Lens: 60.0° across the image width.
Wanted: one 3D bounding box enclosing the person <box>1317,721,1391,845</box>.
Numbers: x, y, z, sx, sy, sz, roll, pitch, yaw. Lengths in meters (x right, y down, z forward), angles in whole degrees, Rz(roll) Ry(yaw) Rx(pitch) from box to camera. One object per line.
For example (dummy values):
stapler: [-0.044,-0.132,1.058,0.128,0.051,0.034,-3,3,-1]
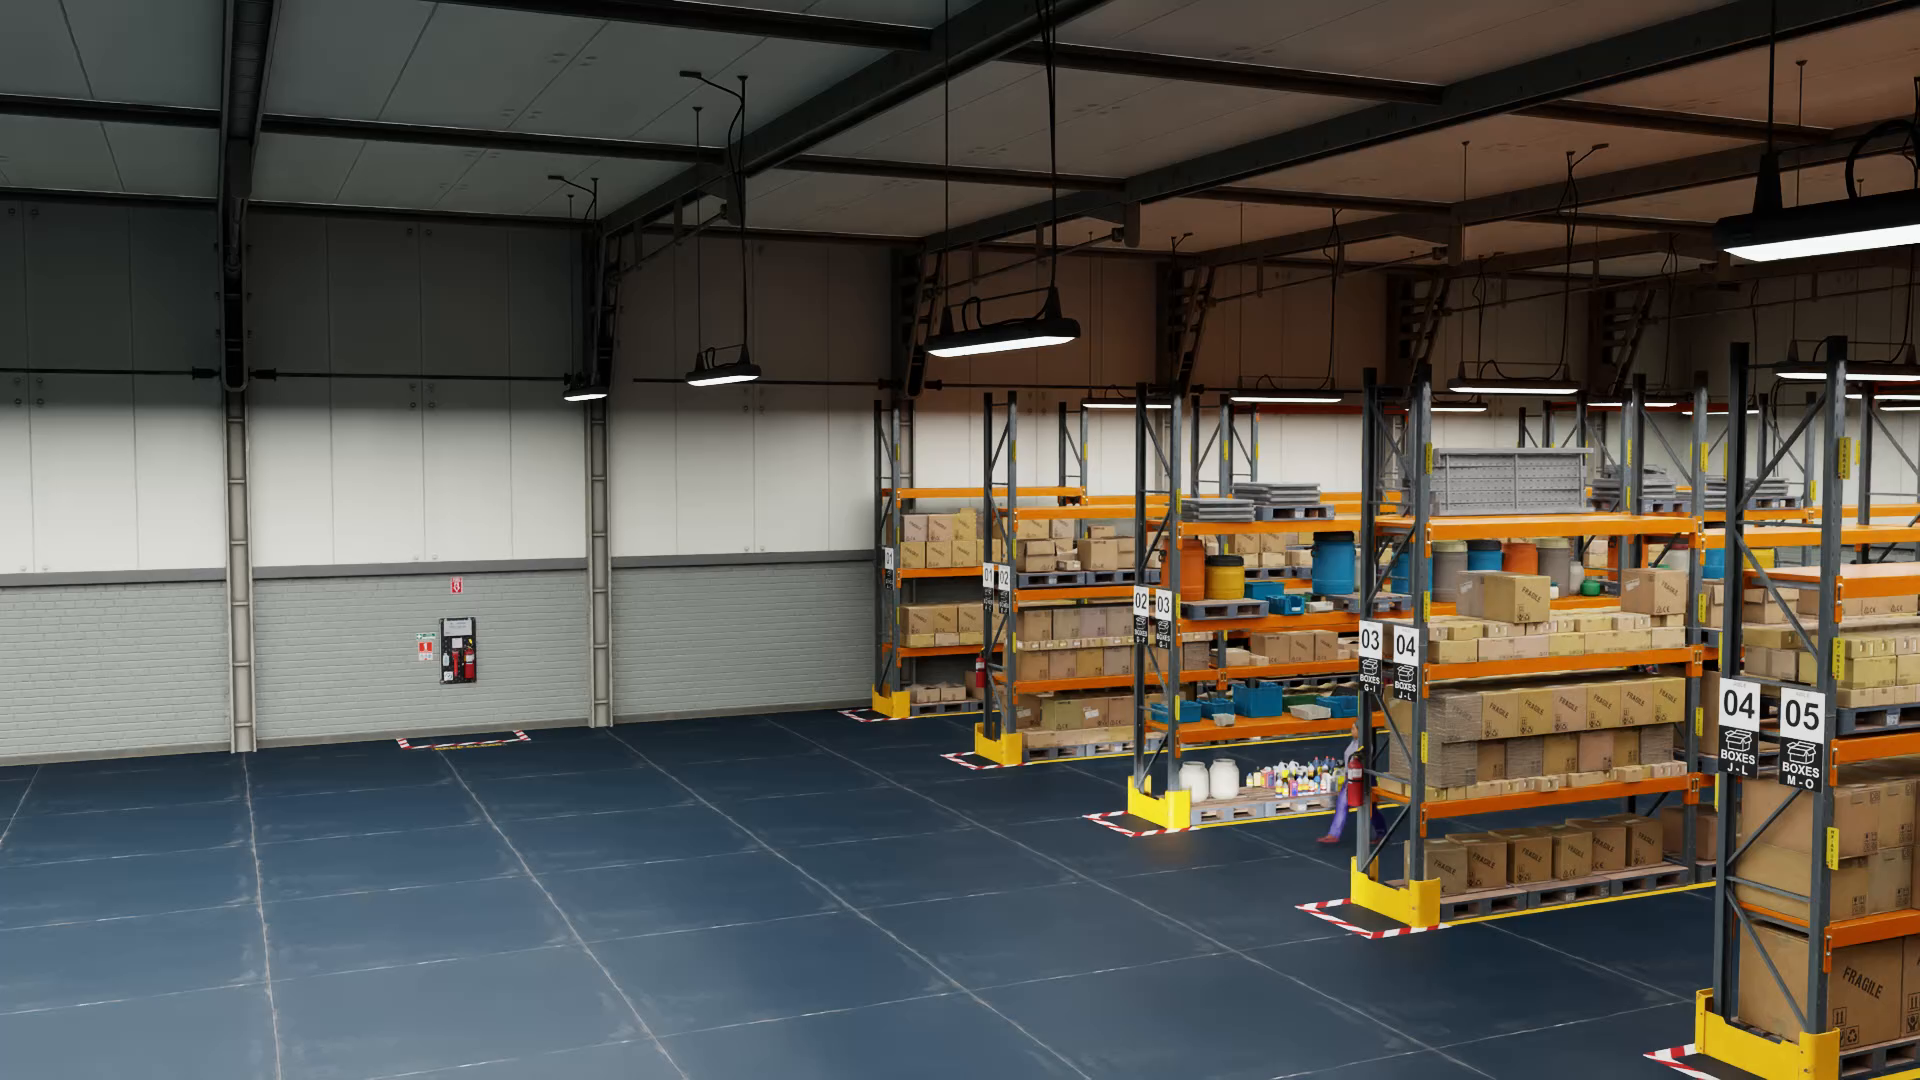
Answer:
person: [5.058,3.102,21.316,0.949,1.596,0.492,-1,3,-13]
